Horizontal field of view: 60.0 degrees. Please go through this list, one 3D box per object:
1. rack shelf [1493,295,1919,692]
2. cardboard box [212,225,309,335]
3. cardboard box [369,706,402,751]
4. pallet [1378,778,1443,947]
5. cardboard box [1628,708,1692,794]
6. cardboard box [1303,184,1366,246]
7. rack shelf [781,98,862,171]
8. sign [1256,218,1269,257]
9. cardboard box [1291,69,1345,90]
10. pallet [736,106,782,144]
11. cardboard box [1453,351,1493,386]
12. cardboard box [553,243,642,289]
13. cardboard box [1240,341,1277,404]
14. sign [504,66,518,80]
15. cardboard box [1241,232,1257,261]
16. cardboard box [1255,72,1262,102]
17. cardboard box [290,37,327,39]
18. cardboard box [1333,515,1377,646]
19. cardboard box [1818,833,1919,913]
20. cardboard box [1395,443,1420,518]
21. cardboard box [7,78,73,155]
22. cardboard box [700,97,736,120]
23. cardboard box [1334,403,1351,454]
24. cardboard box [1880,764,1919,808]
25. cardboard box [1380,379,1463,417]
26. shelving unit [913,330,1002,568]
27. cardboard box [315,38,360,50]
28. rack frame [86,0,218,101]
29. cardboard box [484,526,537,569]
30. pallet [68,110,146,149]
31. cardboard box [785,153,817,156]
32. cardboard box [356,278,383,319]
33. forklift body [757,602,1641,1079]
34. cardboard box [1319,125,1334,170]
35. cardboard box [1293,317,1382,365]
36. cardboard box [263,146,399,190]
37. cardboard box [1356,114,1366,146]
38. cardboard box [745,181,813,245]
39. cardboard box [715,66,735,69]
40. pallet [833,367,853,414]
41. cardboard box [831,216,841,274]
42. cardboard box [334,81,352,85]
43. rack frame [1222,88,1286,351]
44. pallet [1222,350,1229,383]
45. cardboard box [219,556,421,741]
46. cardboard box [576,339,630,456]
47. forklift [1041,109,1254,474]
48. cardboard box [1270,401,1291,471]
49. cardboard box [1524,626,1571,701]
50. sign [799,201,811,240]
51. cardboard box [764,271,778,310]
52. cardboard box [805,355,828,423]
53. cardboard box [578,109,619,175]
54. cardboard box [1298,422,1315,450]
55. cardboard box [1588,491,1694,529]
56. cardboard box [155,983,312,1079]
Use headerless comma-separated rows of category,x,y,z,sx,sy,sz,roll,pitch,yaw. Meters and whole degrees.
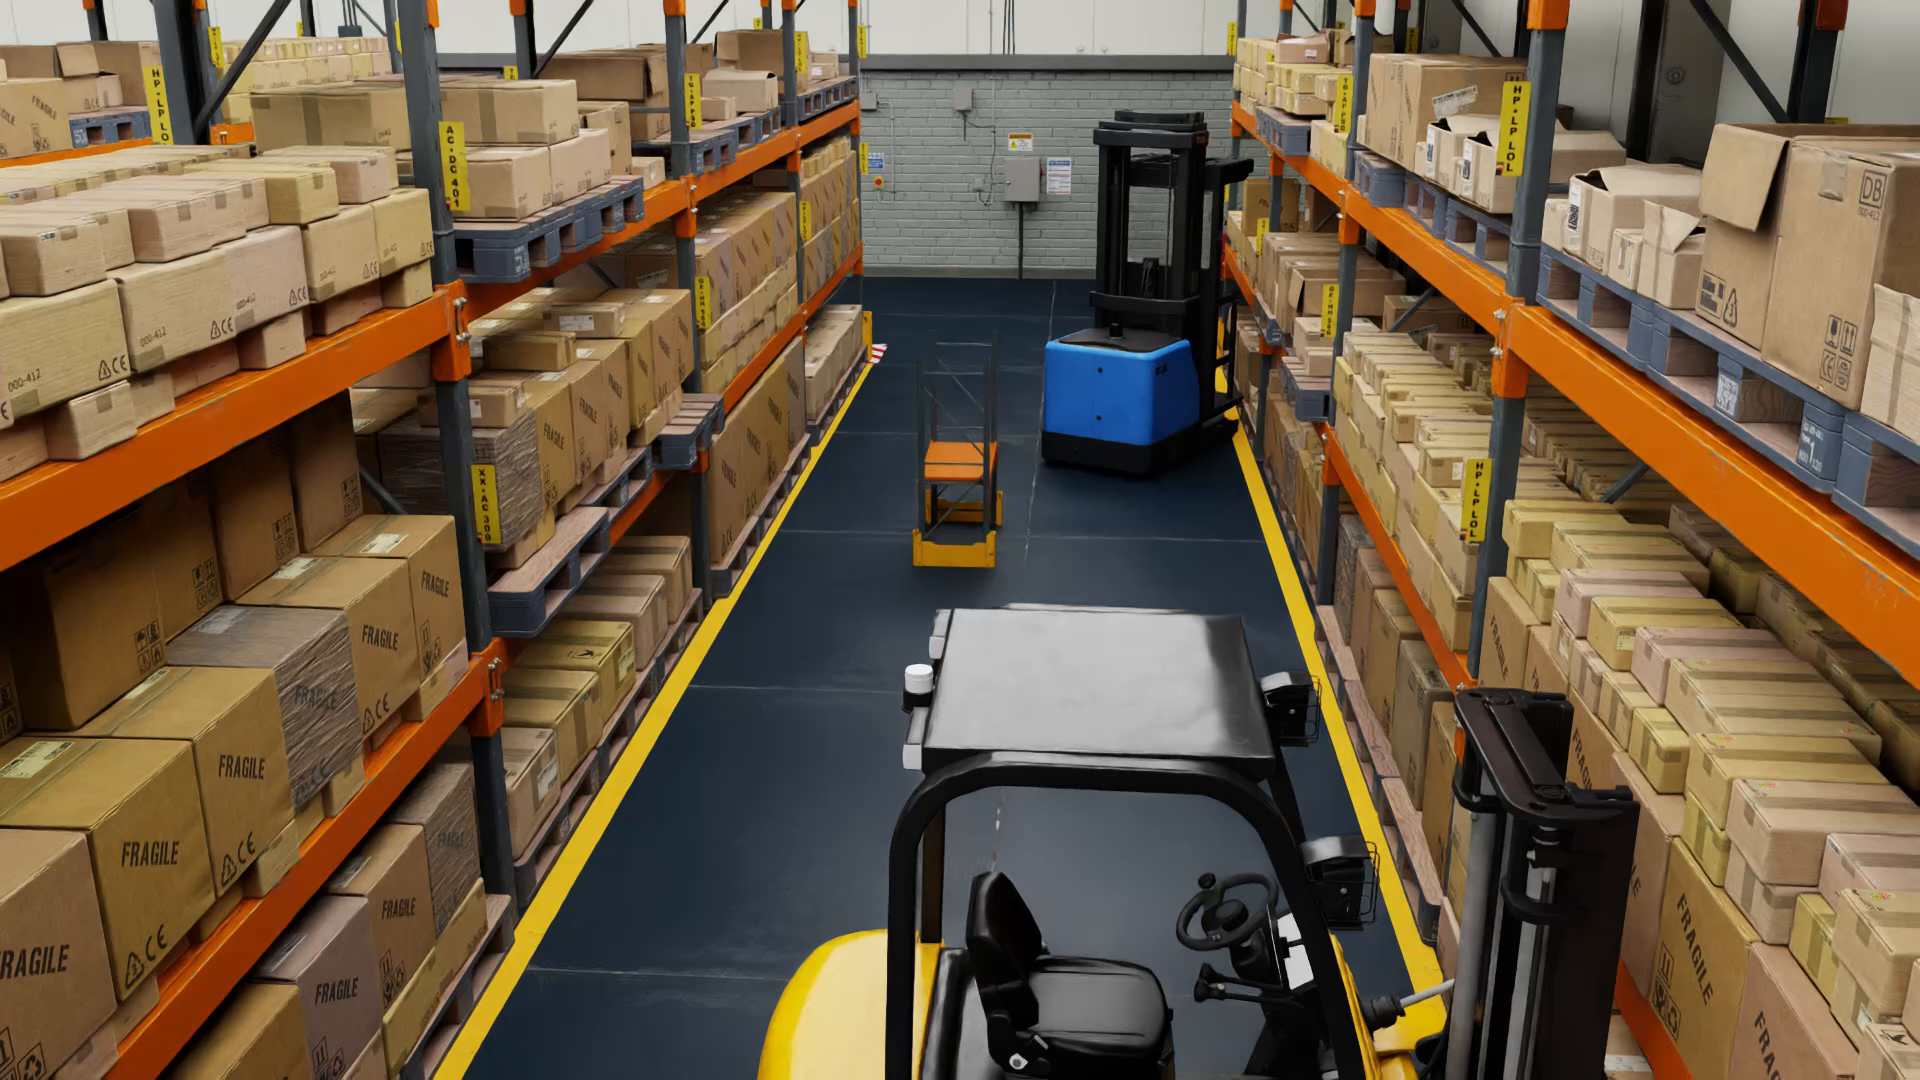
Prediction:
rack shelf,2.367,-0.093,4.228,1.077,0.370,4.000,1,18,4
cardboard box,-2.290,-0.778,4.925,0.500,0.250,0.500,1,18,3
cardboard box,-2.267,0.643,6.048,0.380,0.149,0.250,1,18,4
pallet,2.525,1.465,7.614,1.003,0.211,1.213,1,18,4
cardboard box,2.095,0.586,4.614,0.380,0.149,0.250,1,18,3
cardboard box,3.456,-2.998,15.315,0.500,0.500,0.500,1,18,2
rack shelf,-1.723,-3.930,15.937,1.077,0.370,4.000,1,18,4
sign,2.543,-2.536,13.956,0.100,0.325,0.005,1,18,4
cardboard box,2.602,-3.325,12.027,0.380,0.149,0.250,1,18,4
pallet,-1.883,-3.274,13.086,0.805,0.209,1.217,1,18,2
cardboard box,2.989,-0.960,9.334,0.380,0.149,0.250,1,18,4
cardboard box,-2.377,-1.672,10.941,0.500,0.500,0.500,1,18,2
cardboard box,3.058,-1.594,15.812,0.700,0.500,0.500,1,18,2
sign,-2.707,-2.706,10.090,0.100,0.325,0.005,1,18,4
cardboard box,2.985,-2.819,15.973,0.500,0.250,0.500,1,18,2
cardboard box,2.944,-4.087,15.024,0.500,0.250,0.500,2,18,5
cardboard box,-6.811,-5.153,17.313,0.380,0.149,0.250,2,18,6
cardboard box,2.739,0.249,9.984,0.875,0.625,0.625,2,18,6
cardboard box,2.110,0.764,3.595,0.380,0.149,0.250,1,18,4
cardboard box,2.363,-0.274,7.879,0.500,0.250,0.500,2,18,5
cardboard box,-6.732,-3.017,11.835,0.500,0.500,0.500,1,18,4
cardboard box,-1.853,-3.148,12.098,0.380,0.166,0.250,3,18,9
cardboard box,2.522,-0.669,9.890,0.500,0.250,0.500,1,18,4
cardboard box,2.640,0.681,4.326,0.380,0.149,0.250,1,18,4
cardboard box,2.399,-0.735,8.647,0.380,0.149,0.250,2,18,5
shelving unit,-0.005,-0.689,12.117,0.587,1.500,1.083,1,18,4
cardboard box,-6.388,-5.064,17.040,0.380,0.149,0.250,1,18,2
rack frame,-6.811,-5.155,13.703,1.000,3.000,0.127,1,18,4
cardboard box,-2.086,0.015,7.289,0.380,0.149,0.250,2,18,5
pallet,-7.033,-3.129,12.639,1.213,0.211,1.003,1,18,4
cardboard box,-1.544,-3.546,15.619,0.380,0.149,0.250,1,18,4
cardboard box,-2.265,-0.865,5.832,0.380,0.149,0.250,2,18,5
forklift body,0.540,1.385,4.741,2.313,2.155,1.214,1,18,4
cardboard box,2.627,-2.548,10.806,0.500,0.250,0.500,1,18,4
cardboard box,2.550,-1.336,11.250,0.500,0.250,0.500,0,18,1
cardboard box,-2.245,-1.322,5.946,0.380,0.149,0.250,2,18,5
cardboard box,2.470,-2.333,9.449,0.380,0.166,0.250,1,18,4
cardboard box,-1.591,-2.890,14.660,0.500,0.500,0.500,1,18,4
cardboard box,-2.140,-4.039,14.496,0.396,0.266,0.258,2,18,6
pallet,-1.649,-1.514,16.705,1.003,0.211,1.213,1,18,4
cardboard box,-1.453,-2.883,16.243,0.500,0.500,0.500,2,18,6
cardboard box,-6.372,-4.441,16.583,0.500,0.250,0.500,2,18,6
rack frame,3.371,-3.358,17.853,1.000,3.000,0.127,1,18,4
pallet,3.309,-1.761,17.459,1.003,0.211,1.213,1,18,4
cardboard box,-2.254,0.374,5.825,0.500,0.500,0.500,2,18,6
cardboard box,-2.010,-0.737,8.541,0.500,0.500,0.500,1,18,2
forklift,1.908,-2.355,14.902,1.130,2.935,3.031,11,21,30
cardboard box,2.797,-0.816,13.437,0.500,0.500,0.500,1,18,3
cardboard box,2.198,0.616,5.566,0.500,0.500,0.500,2,18,5
sign,-1.325,-2.728,14.200,0.100,0.325,0.005,1,18,4
cardboard box,-1.716,-1.933,12.941,0.500,0.250,0.500,2,18,5
cardboard box,-1.715,-1.400,15.317,0.875,0.438,0.875,1,18,3
cardboard box,-2.235,-1.983,8.674,0.797,0.503,0.637,1,18,4
cardboard box,2.703,-0.763,12.233,0.380,0.149,0.250,0,18,1
cardboard box,2.750,-0.091,6.681,0.380,0.149,0.250,1,18,3
cardboard box,-2.315,1.683,5.007,0.500,0.500,0.500,2,18,5
